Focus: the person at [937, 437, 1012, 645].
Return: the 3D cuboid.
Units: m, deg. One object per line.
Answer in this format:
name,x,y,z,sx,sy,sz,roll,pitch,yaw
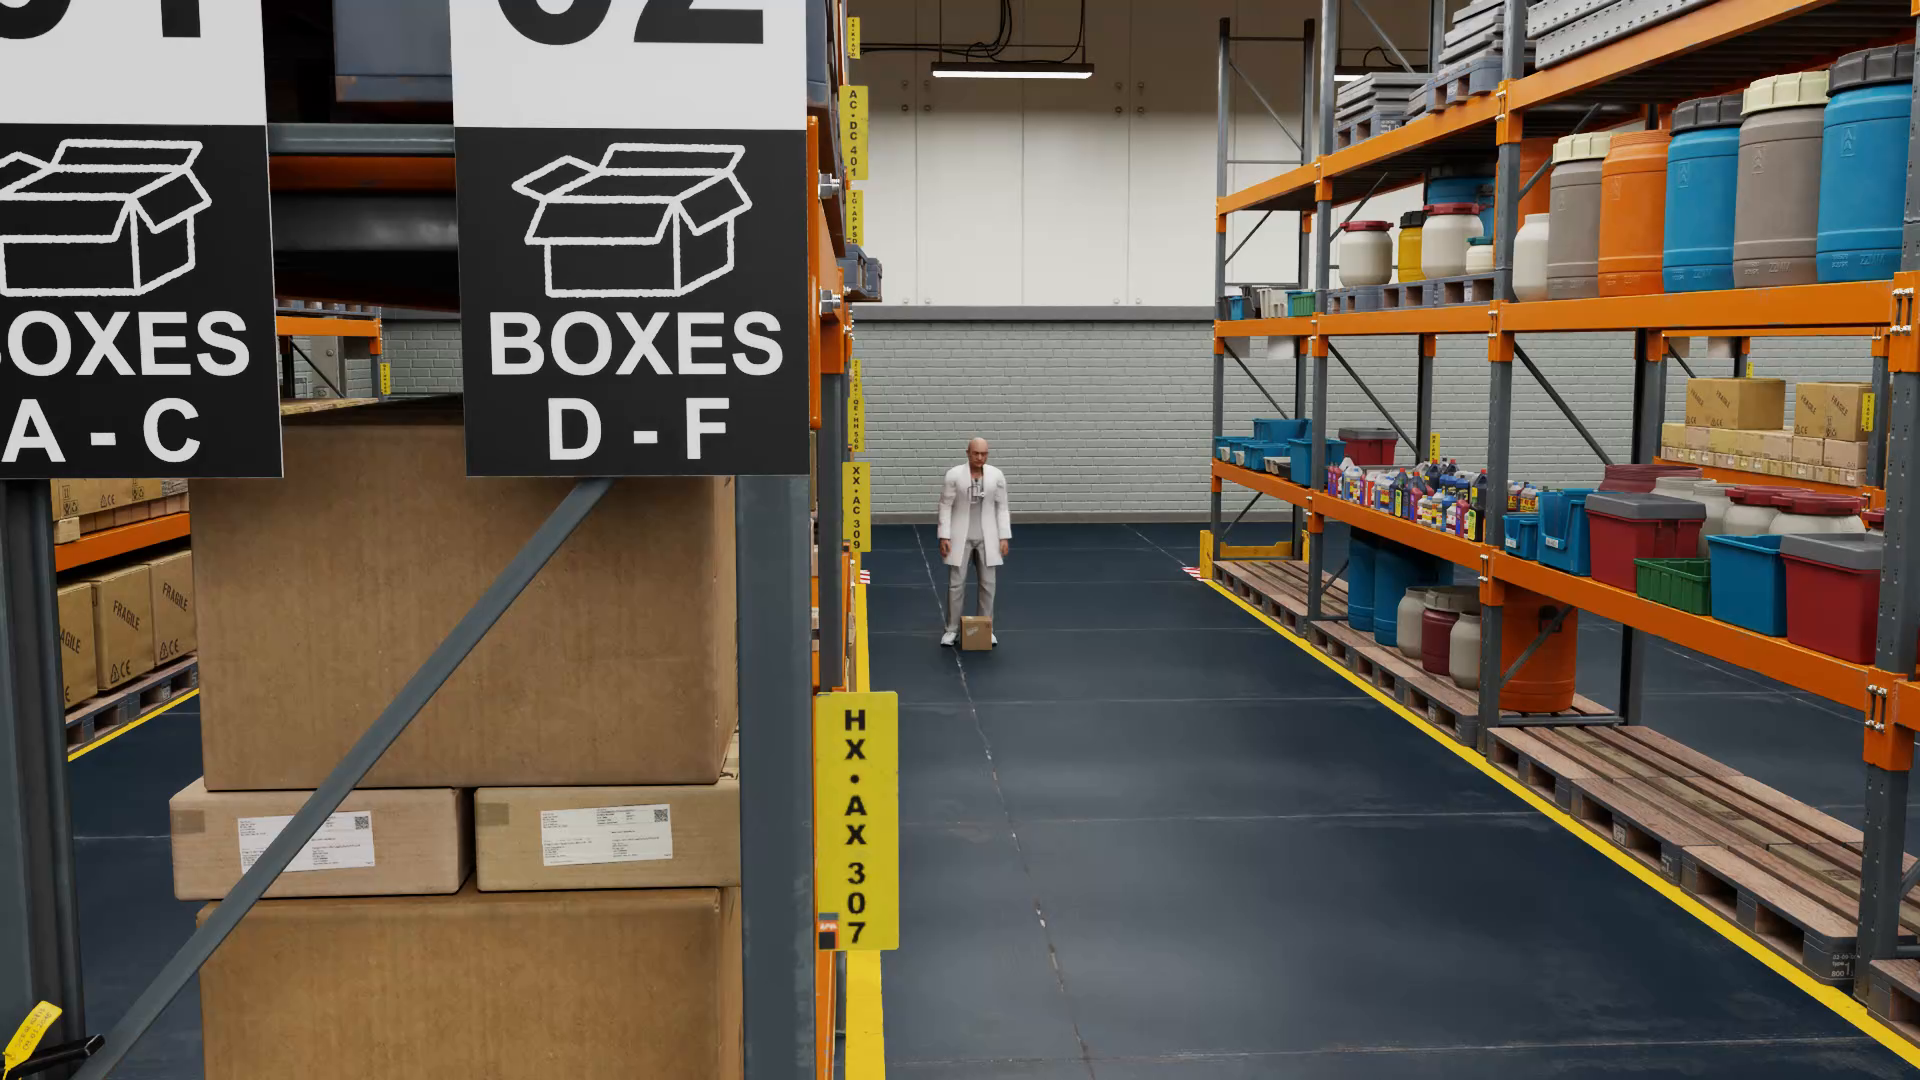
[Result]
person,0.124,0.005,14.261,0.649,1.773,0.429,-1,7,-7
